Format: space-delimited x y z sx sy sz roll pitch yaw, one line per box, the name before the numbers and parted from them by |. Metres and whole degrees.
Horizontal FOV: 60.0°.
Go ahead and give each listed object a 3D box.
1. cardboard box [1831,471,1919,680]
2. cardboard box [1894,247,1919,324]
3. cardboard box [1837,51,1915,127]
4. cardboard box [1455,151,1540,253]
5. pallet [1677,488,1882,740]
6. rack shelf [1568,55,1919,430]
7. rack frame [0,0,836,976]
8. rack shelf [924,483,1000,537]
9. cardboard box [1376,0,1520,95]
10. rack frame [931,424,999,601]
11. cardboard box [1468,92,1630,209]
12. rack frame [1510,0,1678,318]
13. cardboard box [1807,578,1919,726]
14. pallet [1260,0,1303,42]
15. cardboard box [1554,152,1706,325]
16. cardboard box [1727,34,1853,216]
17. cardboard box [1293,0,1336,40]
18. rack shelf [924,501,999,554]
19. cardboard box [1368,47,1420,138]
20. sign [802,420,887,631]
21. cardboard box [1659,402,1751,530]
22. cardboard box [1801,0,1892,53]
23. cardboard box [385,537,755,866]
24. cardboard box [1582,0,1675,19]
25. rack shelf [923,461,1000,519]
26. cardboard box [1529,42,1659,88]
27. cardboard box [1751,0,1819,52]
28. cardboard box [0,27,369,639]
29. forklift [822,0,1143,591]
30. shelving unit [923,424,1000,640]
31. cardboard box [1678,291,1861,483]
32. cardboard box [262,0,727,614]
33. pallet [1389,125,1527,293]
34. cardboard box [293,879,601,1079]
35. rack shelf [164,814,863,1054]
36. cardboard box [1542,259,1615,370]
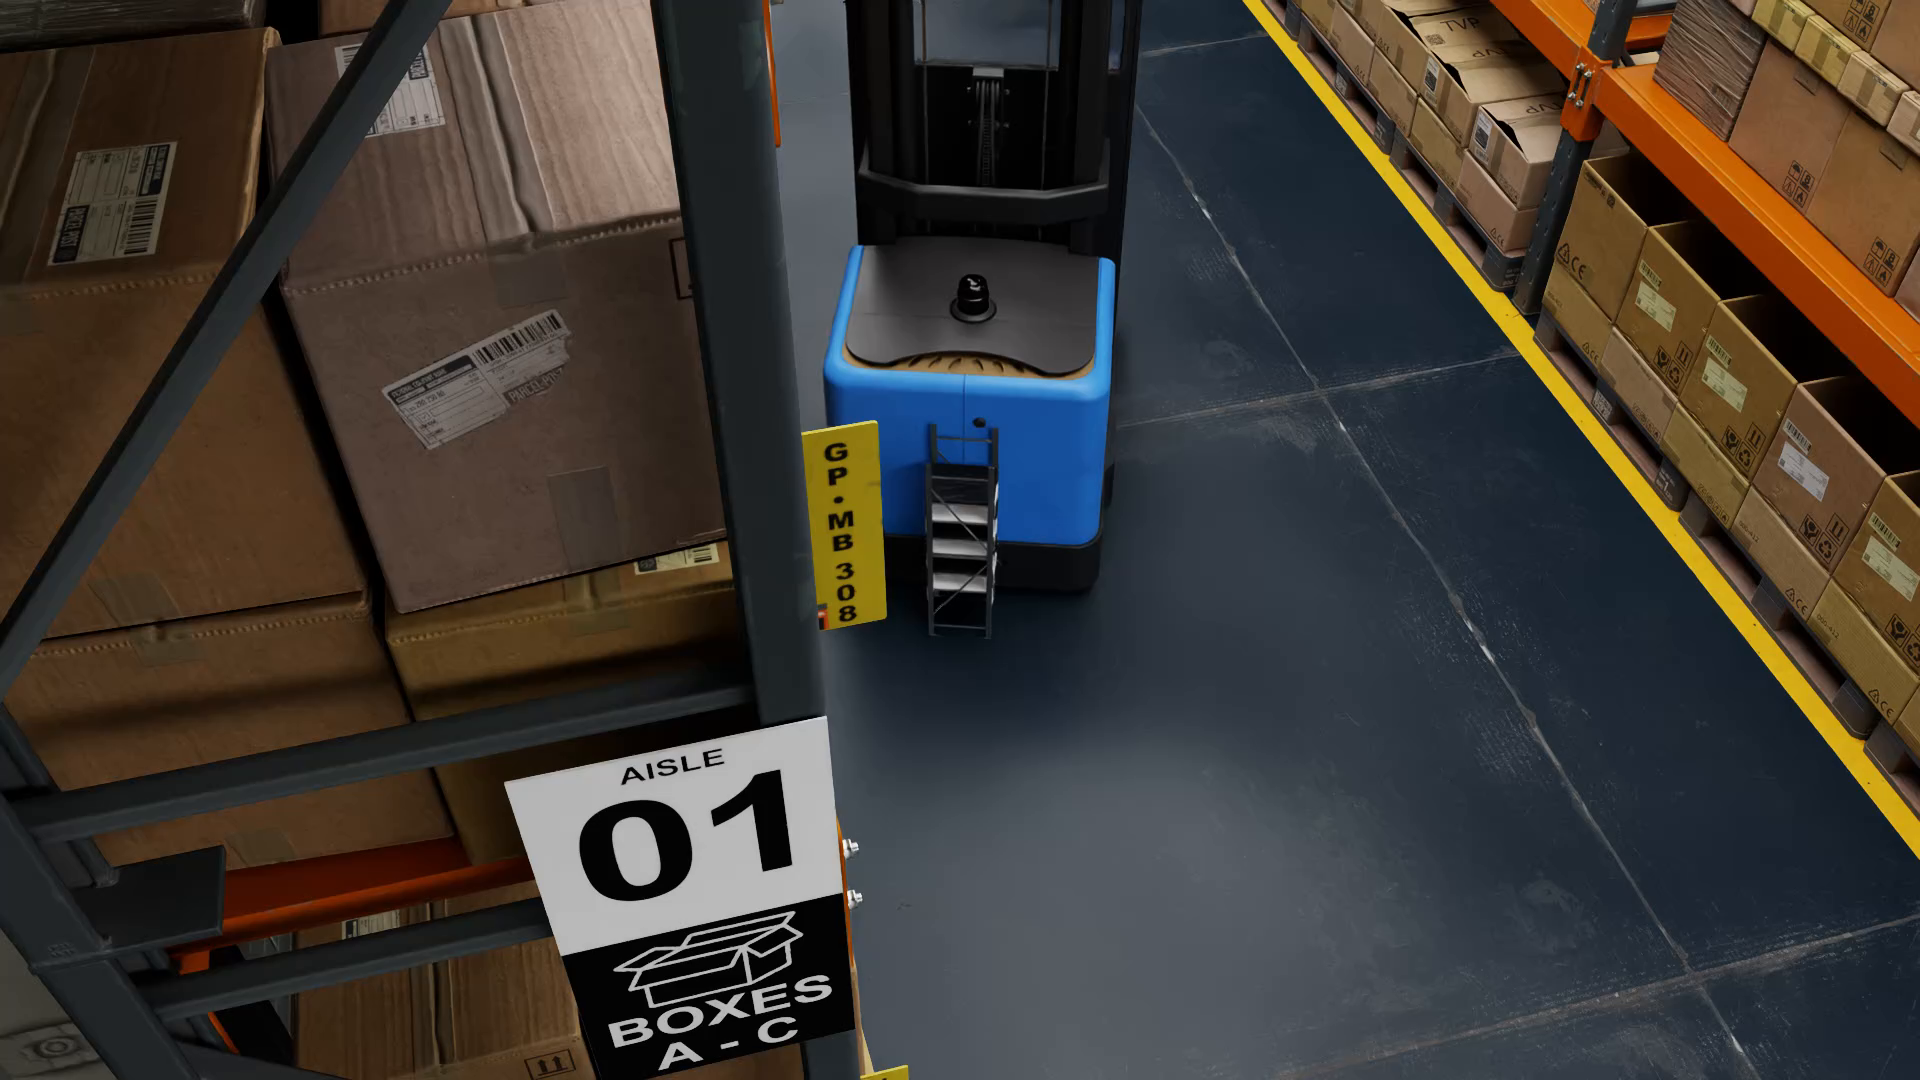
cardboard box | 3.428 0.087 5.670 0.500 0.500 0.500 -11 47 -10
cardboard box | 3.617 -0.890 5.452 0.700 0.500 0.500 -9 46 -9
cardboard box | 3.244 -1.560 5.654 0.380 0.149 0.250 -12 47 -12
cardboard box | 2.713 -1.642 7.890 0.500 0.250 0.500 -11 47 -11
pallet | 3.578 0.153 6.452 1.003 0.211 1.213 -11 47 -10
rack shelf | 3.611 -0.591 5.733 1.077 0.370 4.000 -11 47 -10
rack frame | -0.664 -0.654 1.090 1.000 3.000 0.127 -11 47 -10
rack shelf | 0.008 -0.117 6.029 0.258 0.077 0.200 4 46 4
cardboard box | 2.454 -2.535 8.372 0.500 0.311 0.500 -11 47 -10
rack frame | 0.017 -0.087 6.205 0.240 0.900 0.006 4 46 4
cardboard box | 2.719 -1.832 7.683 0.500 0.311 0.500 -11 47 -10
rack frame | 3.099 -2.224 6.829 1.000 3.000 0.127 -11 47 -10
cardboard box | 3.431 0.349 5.939 0.500 0.250 0.500 -11 47 -10
pallet | 2.248 -3.434 9.967 1.003 0.211 1.213 -11 47 -10
cardboard box | 2.916 -1.293 7.023 0.500 0.500 0.500 -11 47 -10
cardboard box | 3.360 -1.590 6.138 0.700 0.500 0.500 -11 47 -11
cardboard box | 2.194 -3.050 9.270 0.500 0.250 0.500 -12 47 -11
rack shelf | 0.008 -0.054 6.093 0.258 0.077 0.200 4 46 4
cardboard box | 2.454 -2.344 8.578 0.500 0.250 0.500 -10 46 -9
sign | -0.140 -0.009 1.946 0.100 0.325 0.005 -11 47 -10
cardboard box | 3.171 -0.340 6.615 0.500 0.250 0.500 -11 47 -10
cardboard box | 3.350 -2.059 5.689 0.700 0.500 0.500 -11 47 -10
cardboard box | -0.508 0.078 2.389 0.500 0.500 0.500 -10 46 -9
cardboard box | 2.931 -2.503 7.208 0.500 0.250 0.500 -8 46 -8
rack shelf | 0.008 -0.180 5.965 0.258 0.077 0.200 4 46 4
cardboard box | 3.111 -2.282 8.125 0.500 0.311 0.500 -11 47 -11
cardboard box | 3.113 -1.914 6.001 0.380 0.149 0.250 -12 47 -11
cardboard box | -1.027 -0.245 2.006 0.500 0.500 0.500 -9 46 -9
forklift | 0.146 -1.882 6.542 1.130 2.935 3.031 4 46 4
shelving unit | 0.008 -0.014 6.134 0.258 0.900 0.210 4 46 4
cardboard box | 3.172 -0.603 6.347 0.500 0.500 0.500 -11 47 -10
cardboard box | -0.528 -0.306 2.065 0.500 0.500 0.500 -14 47 -13
pallet | 2.873 -1.749 8.316 1.003 0.211 1.213 -11 47 -10
cardboard box | -0.990 0.943 3.292 0.500 0.500 0.500 -11 47 -11
rack shelf | -1.176 -0.733 3.771 1.077 0.370 4.000 -11 47 -10
cardboard box | 2.925 -1.033 7.293 0.500 0.250 0.500 -11 47 -10
